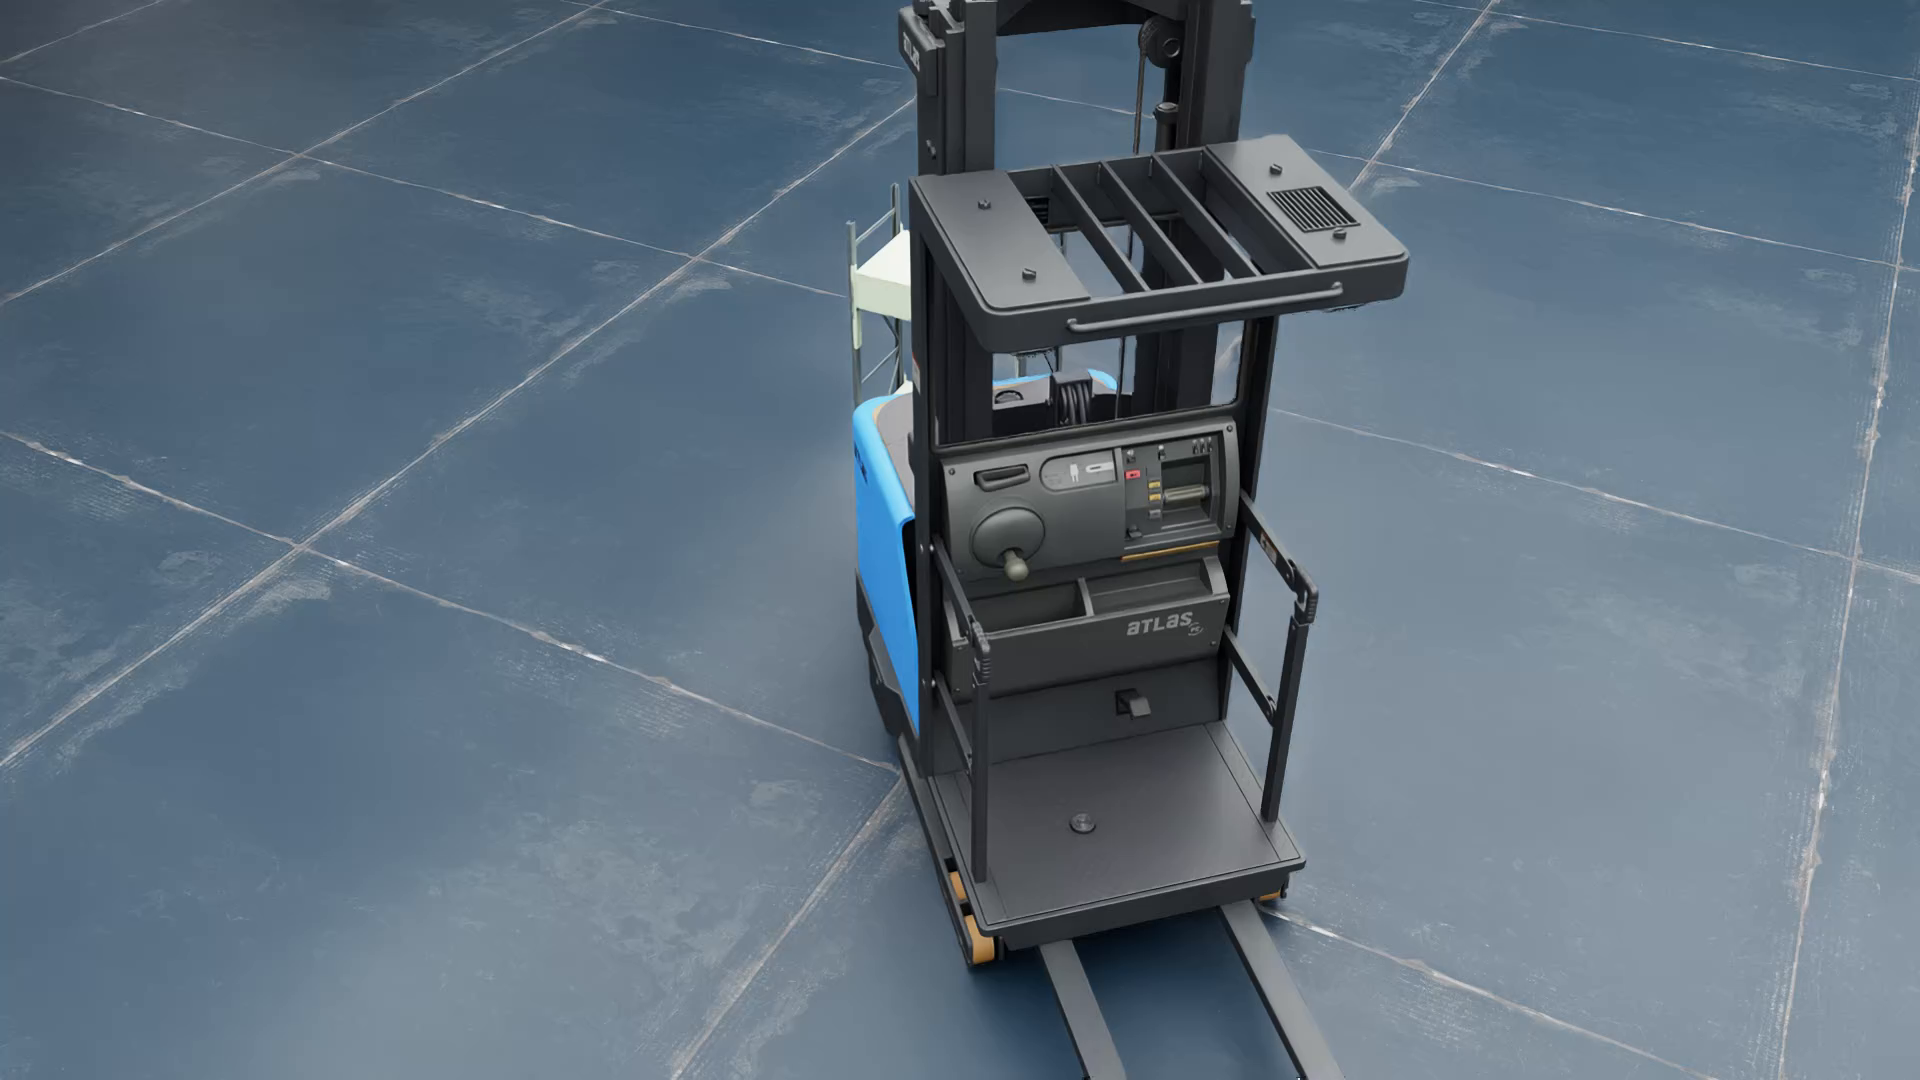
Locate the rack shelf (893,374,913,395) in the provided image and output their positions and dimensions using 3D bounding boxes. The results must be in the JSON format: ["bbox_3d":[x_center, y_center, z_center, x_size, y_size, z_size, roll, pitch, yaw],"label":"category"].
[{"bbox_3d":[-0.012,-0.362,7.025,0.720,0.370,0.431,17,40,21],"label":"rack shelf"}]

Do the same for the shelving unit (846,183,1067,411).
[{"bbox_3d":[-0.012,-0.621,6.828,0.755,1.500,0.431,17,40,21],"label":"shelving unit"}]

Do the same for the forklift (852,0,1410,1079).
[{"bbox_3d":[0.466,-0.050,4.892,1.130,2.935,3.031,-9,38,-12],"label":"forklift"}]

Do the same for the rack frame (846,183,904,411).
[{"bbox_3d":[-0.340,-0.719,6.957,0.023,1.500,0.400,17,40,21],"label":"rack frame"}]

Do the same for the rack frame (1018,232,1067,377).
[{"bbox_3d":[0.317,-0.524,6.699,0.023,1.500,0.400,17,40,21],"label":"rack frame"}]

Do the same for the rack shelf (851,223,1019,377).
[{"bbox_3d":[-0.012,-0.932,6.592,0.720,0.370,0.431,17,40,21],"label":"rack shelf"}]
